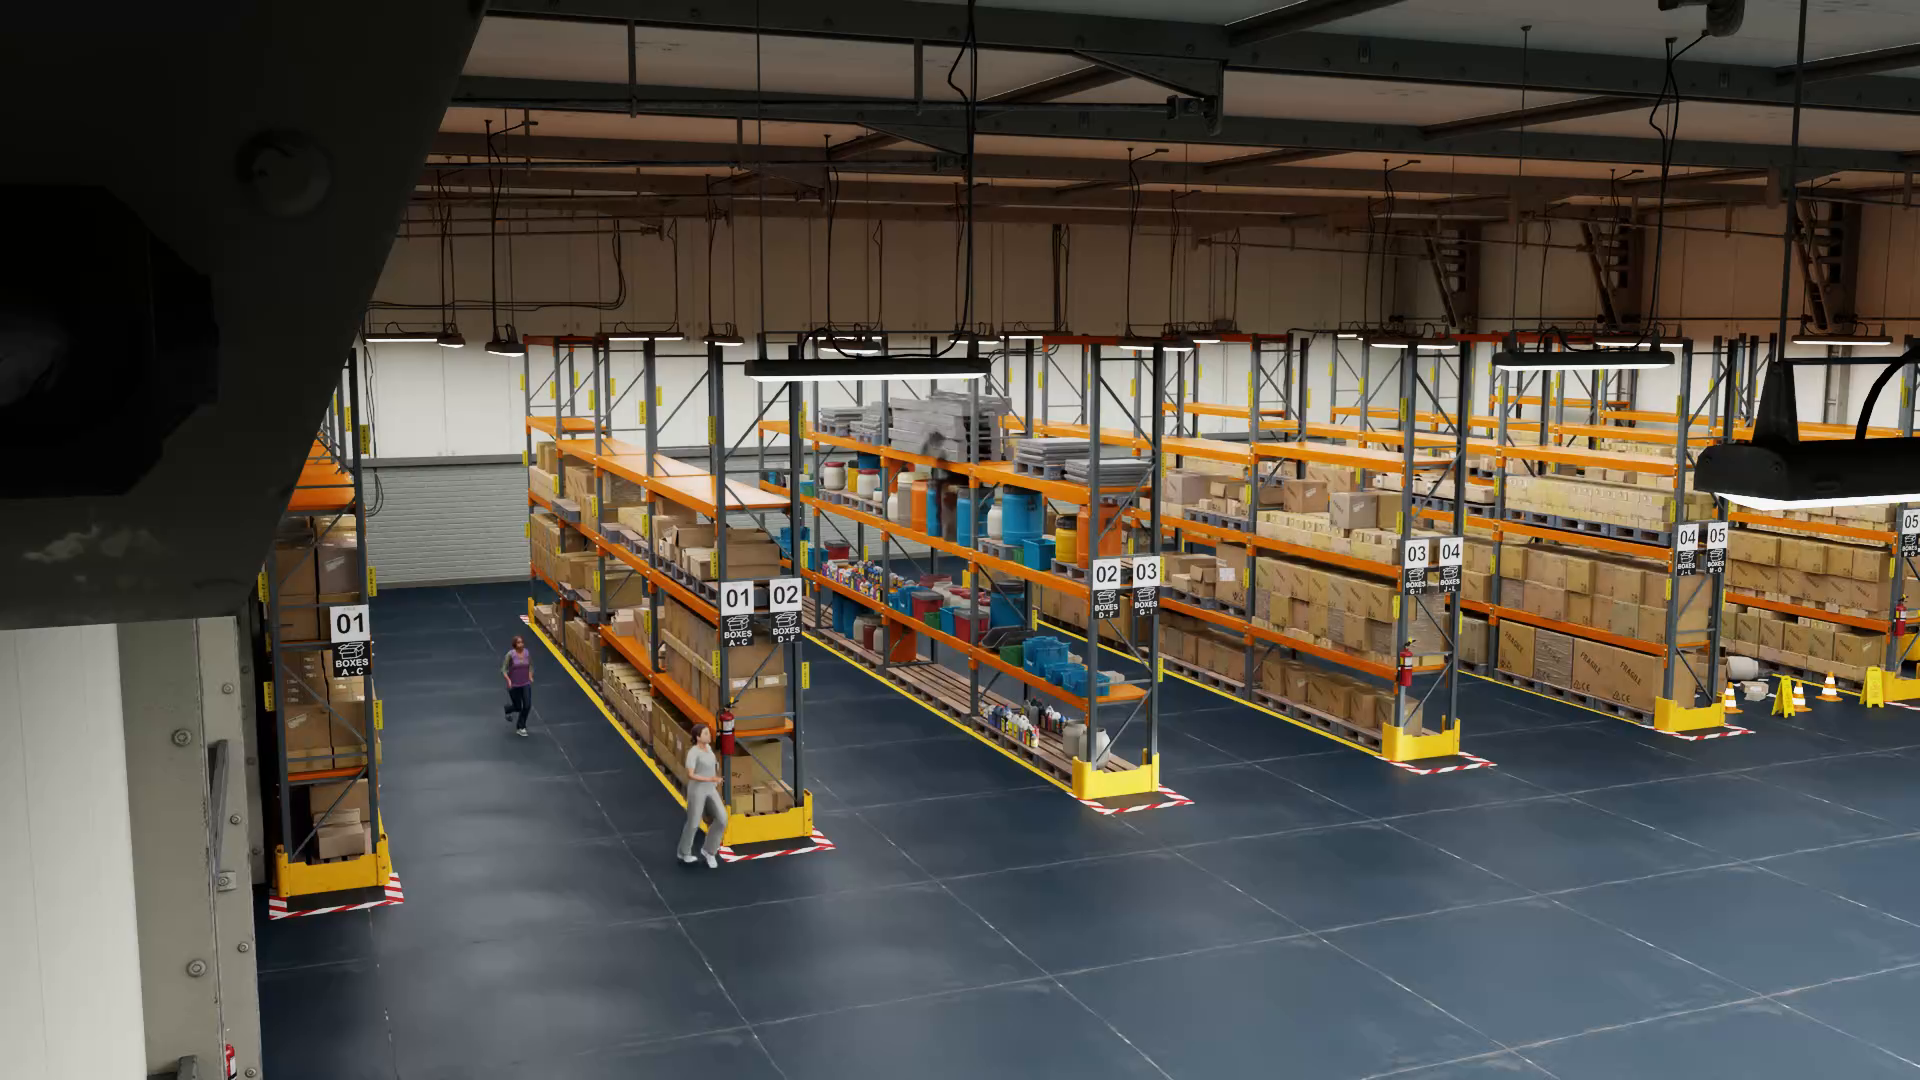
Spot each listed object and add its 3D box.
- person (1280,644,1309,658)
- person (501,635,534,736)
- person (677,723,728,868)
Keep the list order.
[{"bbox_3d":[6.325,1.302,31.212,0.664,1.852,0.776,-4,9,-29],"label":"person"},{"bbox_3d":[-6.766,2.201,25.414,0.522,1.554,0.598,-6,9,-36],"label":"person"},{"bbox_3d":[-2.968,2.960,19.276,0.681,1.712,0.580,5,9,32],"label":"person"}]
